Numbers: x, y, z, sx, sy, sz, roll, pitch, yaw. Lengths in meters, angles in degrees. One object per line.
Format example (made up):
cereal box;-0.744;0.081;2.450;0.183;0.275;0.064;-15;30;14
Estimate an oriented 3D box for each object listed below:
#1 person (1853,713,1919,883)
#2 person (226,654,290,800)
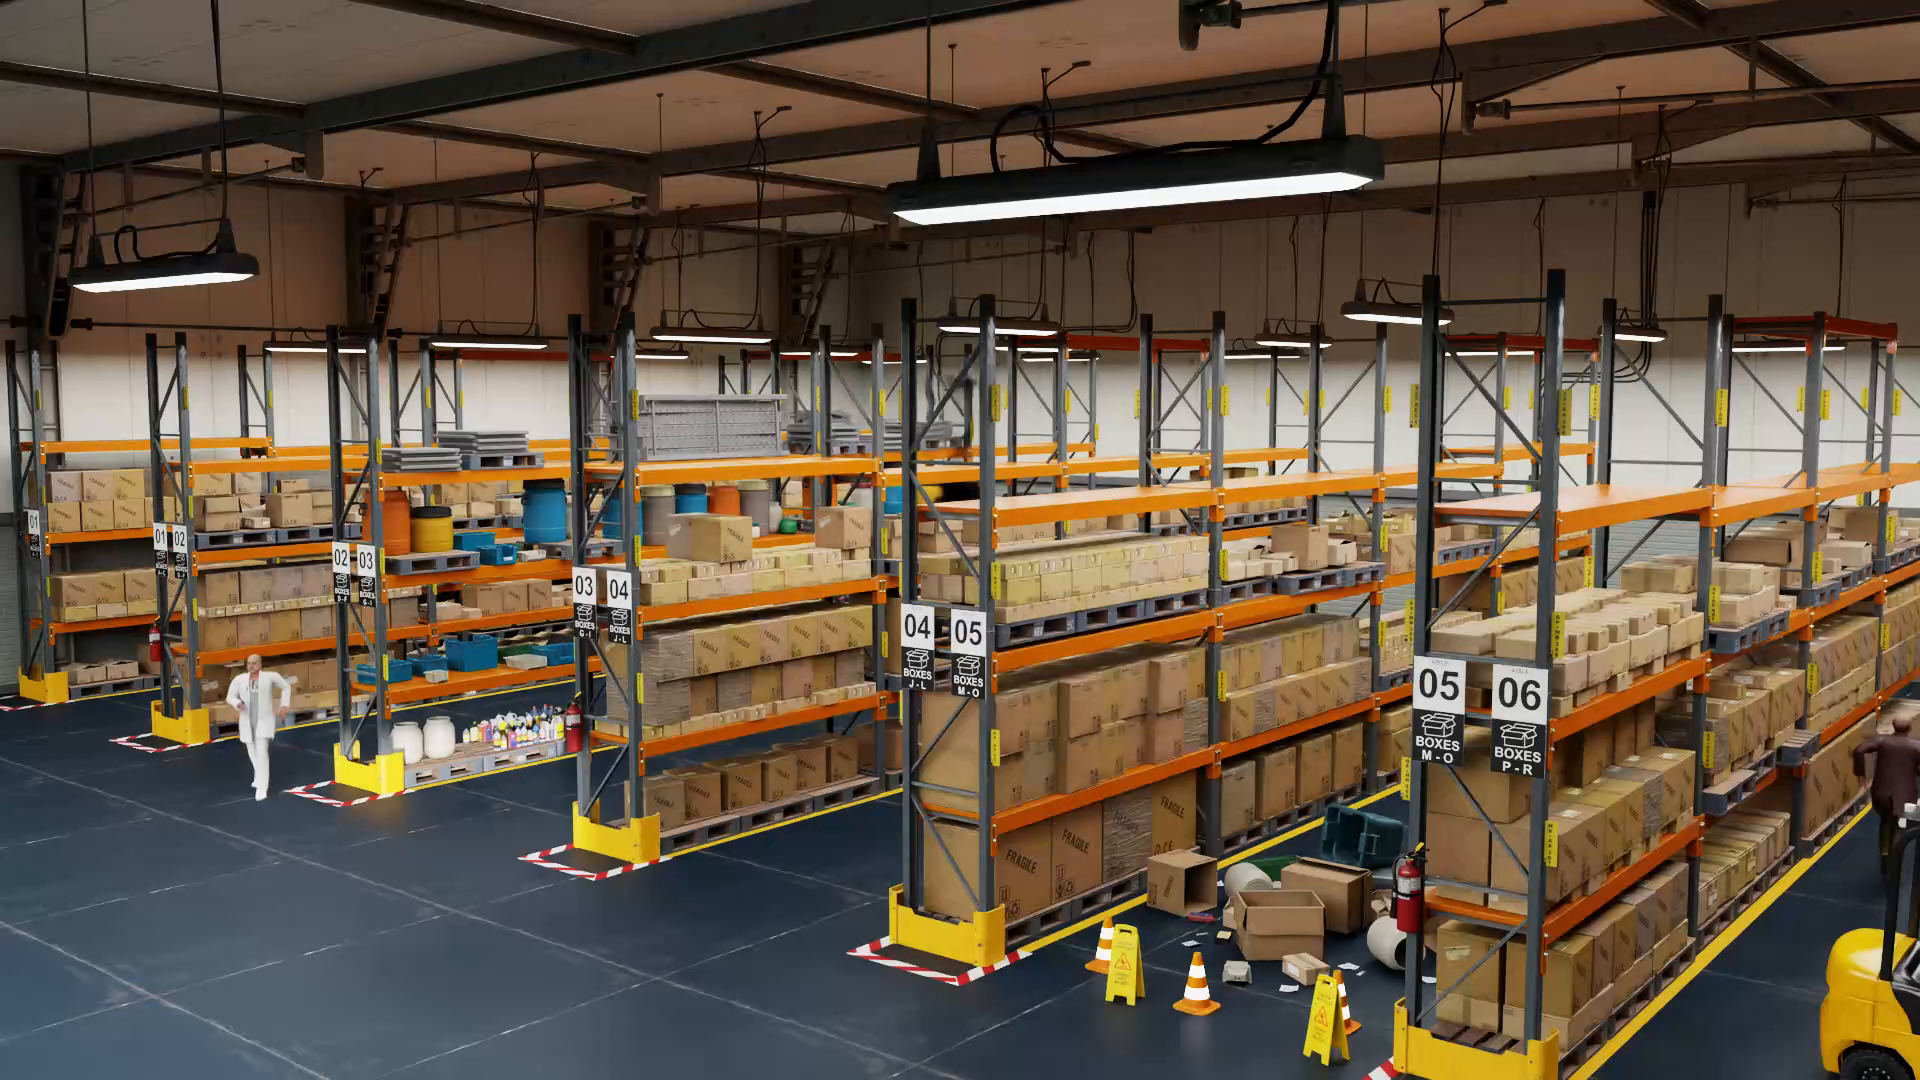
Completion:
person;9.828;2.750;17.525;0.725;1.712;0.949;5;7;42
person;-8.983;2.417;21.317;0.733;1.772;0.850;-1;5;-6
